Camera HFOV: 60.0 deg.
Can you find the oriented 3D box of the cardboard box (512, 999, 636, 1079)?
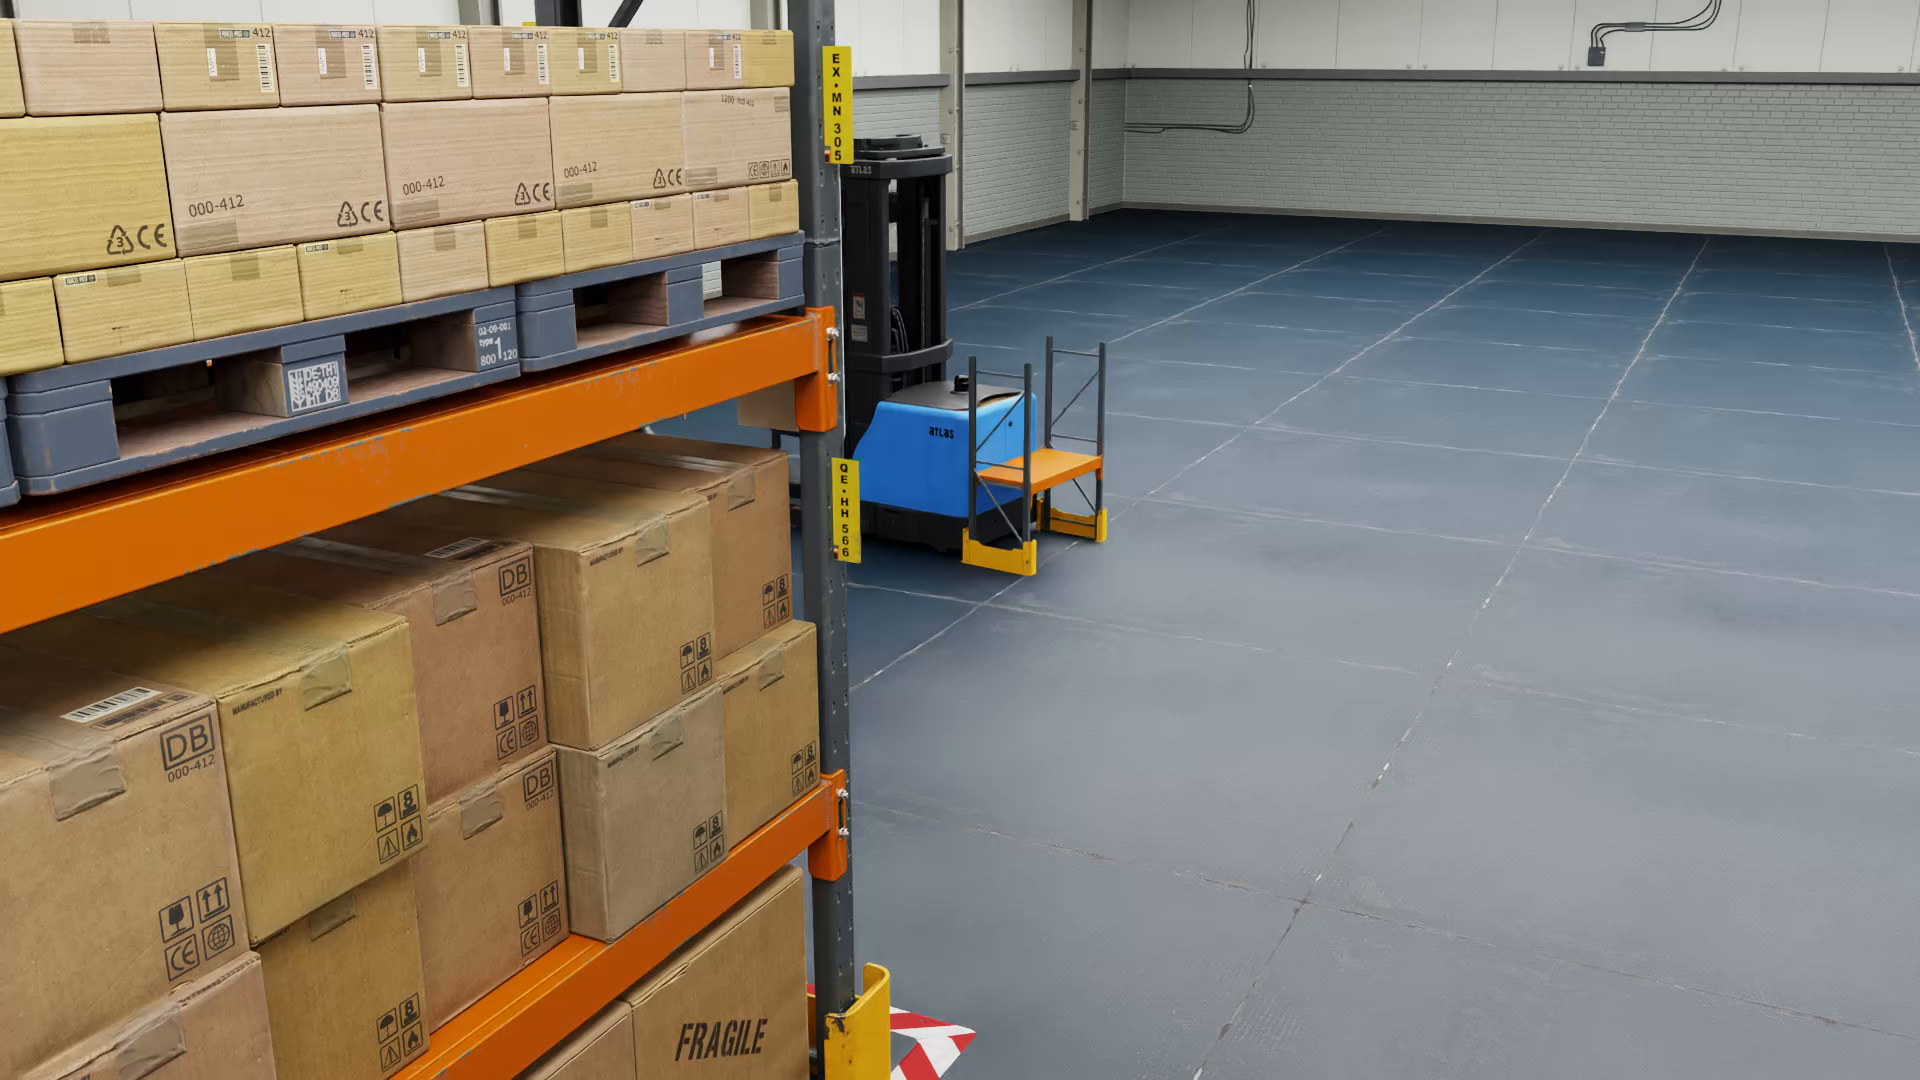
[{"bbox_3d":[-1.467,1.729,4.430,0.875,0.875,0.875,8,18,25],"label":"cardboard box"}]

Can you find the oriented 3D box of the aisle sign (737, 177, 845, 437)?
[{"bbox_3d":[-0.532,-0.720,5.115,0.394,0.787,0.004,8,18,25],"label":"aisle sign"}]

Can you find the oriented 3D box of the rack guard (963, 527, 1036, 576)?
[{"bbox_3d":[0.277,0.081,11.812,0.587,0.250,0.087,11,20,33],"label":"rack guard"}]

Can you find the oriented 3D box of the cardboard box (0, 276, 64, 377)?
[{"bbox_3d":[-1.699,-0.351,2.697,0.380,0.149,0.250,8,18,24],"label":"cardboard box"}]

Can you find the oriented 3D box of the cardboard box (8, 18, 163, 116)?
[{"bbox_3d":[-1.585,-0.798,2.802,0.380,0.149,0.250,8,18,25],"label":"cardboard box"}]

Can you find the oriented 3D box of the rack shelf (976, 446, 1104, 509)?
[{"bbox_3d":[0.565,-0.464,12.086,0.538,0.185,1.000,11,20,33],"label":"rack shelf"}]

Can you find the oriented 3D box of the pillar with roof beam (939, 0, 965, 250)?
[{"bbox_3d":[3.711,-9.107,27.382,9.100,9.000,0.400,8,18,25],"label":"pillar with roof beam"}]

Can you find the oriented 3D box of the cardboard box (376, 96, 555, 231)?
[{"bbox_3d":[-1.250,-0.837,3.632,0.500,0.250,0.500,8,18,25],"label":"cardboard box"}]

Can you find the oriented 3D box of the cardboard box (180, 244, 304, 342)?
[{"bbox_3d":[-1.473,-0.479,3.128,0.380,0.149,0.250,8,18,26],"label":"cardboard box"}]

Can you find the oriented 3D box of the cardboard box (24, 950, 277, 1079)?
[{"bbox_3d":[-1.893,1.092,3.316,0.875,0.550,0.550,8,18,25],"label":"cardboard box"}]

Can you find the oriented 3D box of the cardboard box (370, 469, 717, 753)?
[{"bbox_3d":[-1.195,0.158,4.565,0.875,0.550,0.550,8,18,25],"label":"cardboard box"}]

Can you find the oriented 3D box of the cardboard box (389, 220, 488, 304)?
[{"bbox_3d":[-1.245,-0.609,3.568,0.380,0.149,0.250,8,18,26],"label":"cardboard box"}]

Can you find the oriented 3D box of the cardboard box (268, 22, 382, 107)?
[{"bbox_3d":[-1.360,-0.926,3.231,0.380,0.149,0.250,8,18,26],"label":"cardboard box"}]

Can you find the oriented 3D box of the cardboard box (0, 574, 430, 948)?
[{"bbox_3d":[-1.687,0.435,3.632,0.875,0.550,0.500,8,18,25],"label":"cardboard box"}]

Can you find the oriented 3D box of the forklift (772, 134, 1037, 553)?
[{"bbox_3d":[-0.919,-1.613,12.808,3.031,2.935,1.130,11,20,32],"label":"forklift"}]

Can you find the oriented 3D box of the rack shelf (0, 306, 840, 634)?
[{"bbox_3d":[-1.725,-0.078,3.513,1.077,0.370,4.000,8,18,25],"label":"rack shelf"}]

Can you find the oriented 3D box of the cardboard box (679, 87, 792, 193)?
[{"bbox_3d":[-0.800,-1.092,4.491,0.500,0.250,0.500,8,18,26],"label":"cardboard box"}]

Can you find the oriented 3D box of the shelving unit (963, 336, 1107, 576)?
[{"bbox_3d":[0.559,-0.635,12.027,0.587,1.500,1.083,11,20,33],"label":"shelving unit"}]

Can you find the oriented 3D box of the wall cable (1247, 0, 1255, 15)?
[{"bbox_3d":[7.460,-12.354,34.896,3.097,2.526,0.112,8,18,25],"label":"wall cable"}]

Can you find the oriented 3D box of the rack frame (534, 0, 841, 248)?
[{"bbox_3d":[-0.832,-2.370,4.698,1.000,3.000,0.127,8,18,25],"label":"rack frame"}]

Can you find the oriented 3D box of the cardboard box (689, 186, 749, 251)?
[{"bbox_3d":[-0.790,-0.869,4.441,0.380,0.149,0.250,8,18,26],"label":"cardboard box"}]

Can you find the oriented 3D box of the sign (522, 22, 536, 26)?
[{"bbox_3d":[-1.325,-1.461,5.233,0.100,0.325,0.005,8,18,25],"label":"sign"}]

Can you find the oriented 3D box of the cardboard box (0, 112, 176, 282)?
[{"bbox_3d":[-1.701,-0.579,2.766,0.500,0.250,0.500,8,18,25],"label":"cardboard box"}]

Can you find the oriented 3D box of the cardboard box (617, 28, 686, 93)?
[{"bbox_3d":[-0.906,-1.185,4.106,0.380,0.149,0.250,8,19,26],"label":"cardboard box"}]

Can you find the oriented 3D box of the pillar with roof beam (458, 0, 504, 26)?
[{"bbox_3d":[-1.651,-6.051,17.091,9.100,9.000,0.400,8,18,25],"label":"pillar with roof beam"}]

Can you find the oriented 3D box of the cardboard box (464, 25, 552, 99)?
[{"bbox_3d":[-1.133,-1.056,3.670,0.380,0.149,0.250,8,18,26],"label":"cardboard box"}]

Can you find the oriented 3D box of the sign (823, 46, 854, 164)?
[{"bbox_3d":[-0.352,-1.246,4.766,0.100,0.325,0.005,8,18,25],"label":"sign"}]

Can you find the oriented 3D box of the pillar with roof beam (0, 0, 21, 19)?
[{"bbox_3d":[-4.332,-4.522,11.945,9.100,9.000,0.400,8,18,25],"label":"pillar with roof beam"}]

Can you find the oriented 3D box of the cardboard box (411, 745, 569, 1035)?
[{"bbox_3d":[-1.546,0.804,4.286,0.875,0.550,0.550,8,18,25],"label":"cardboard box"}]

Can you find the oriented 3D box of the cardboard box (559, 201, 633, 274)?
[{"bbox_3d":[-1.018,-0.739,4.004,0.380,0.149,0.250,8,18,26],"label":"cardboard box"}]

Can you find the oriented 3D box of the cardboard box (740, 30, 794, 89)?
[{"bbox_3d":[-0.678,-1.314,4.539,0.380,0.149,0.250,8,18,26],"label":"cardboard box"}]

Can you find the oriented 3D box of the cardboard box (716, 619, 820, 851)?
[{"bbox_3d":[-0.957,0.534,5.194,0.875,0.550,0.550,8,18,25],"label":"cardboard box"}]

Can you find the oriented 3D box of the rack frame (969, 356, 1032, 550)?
[{"bbox_3d":[0.276,-0.518,11.633,0.500,1.500,0.032,11,20,33],"label":"rack frame"}]

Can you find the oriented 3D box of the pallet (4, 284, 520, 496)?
[{"bbox_3d":[-1.698,-0.387,3.447,1.003,0.211,1.213,8,18,25],"label":"pallet"}]
